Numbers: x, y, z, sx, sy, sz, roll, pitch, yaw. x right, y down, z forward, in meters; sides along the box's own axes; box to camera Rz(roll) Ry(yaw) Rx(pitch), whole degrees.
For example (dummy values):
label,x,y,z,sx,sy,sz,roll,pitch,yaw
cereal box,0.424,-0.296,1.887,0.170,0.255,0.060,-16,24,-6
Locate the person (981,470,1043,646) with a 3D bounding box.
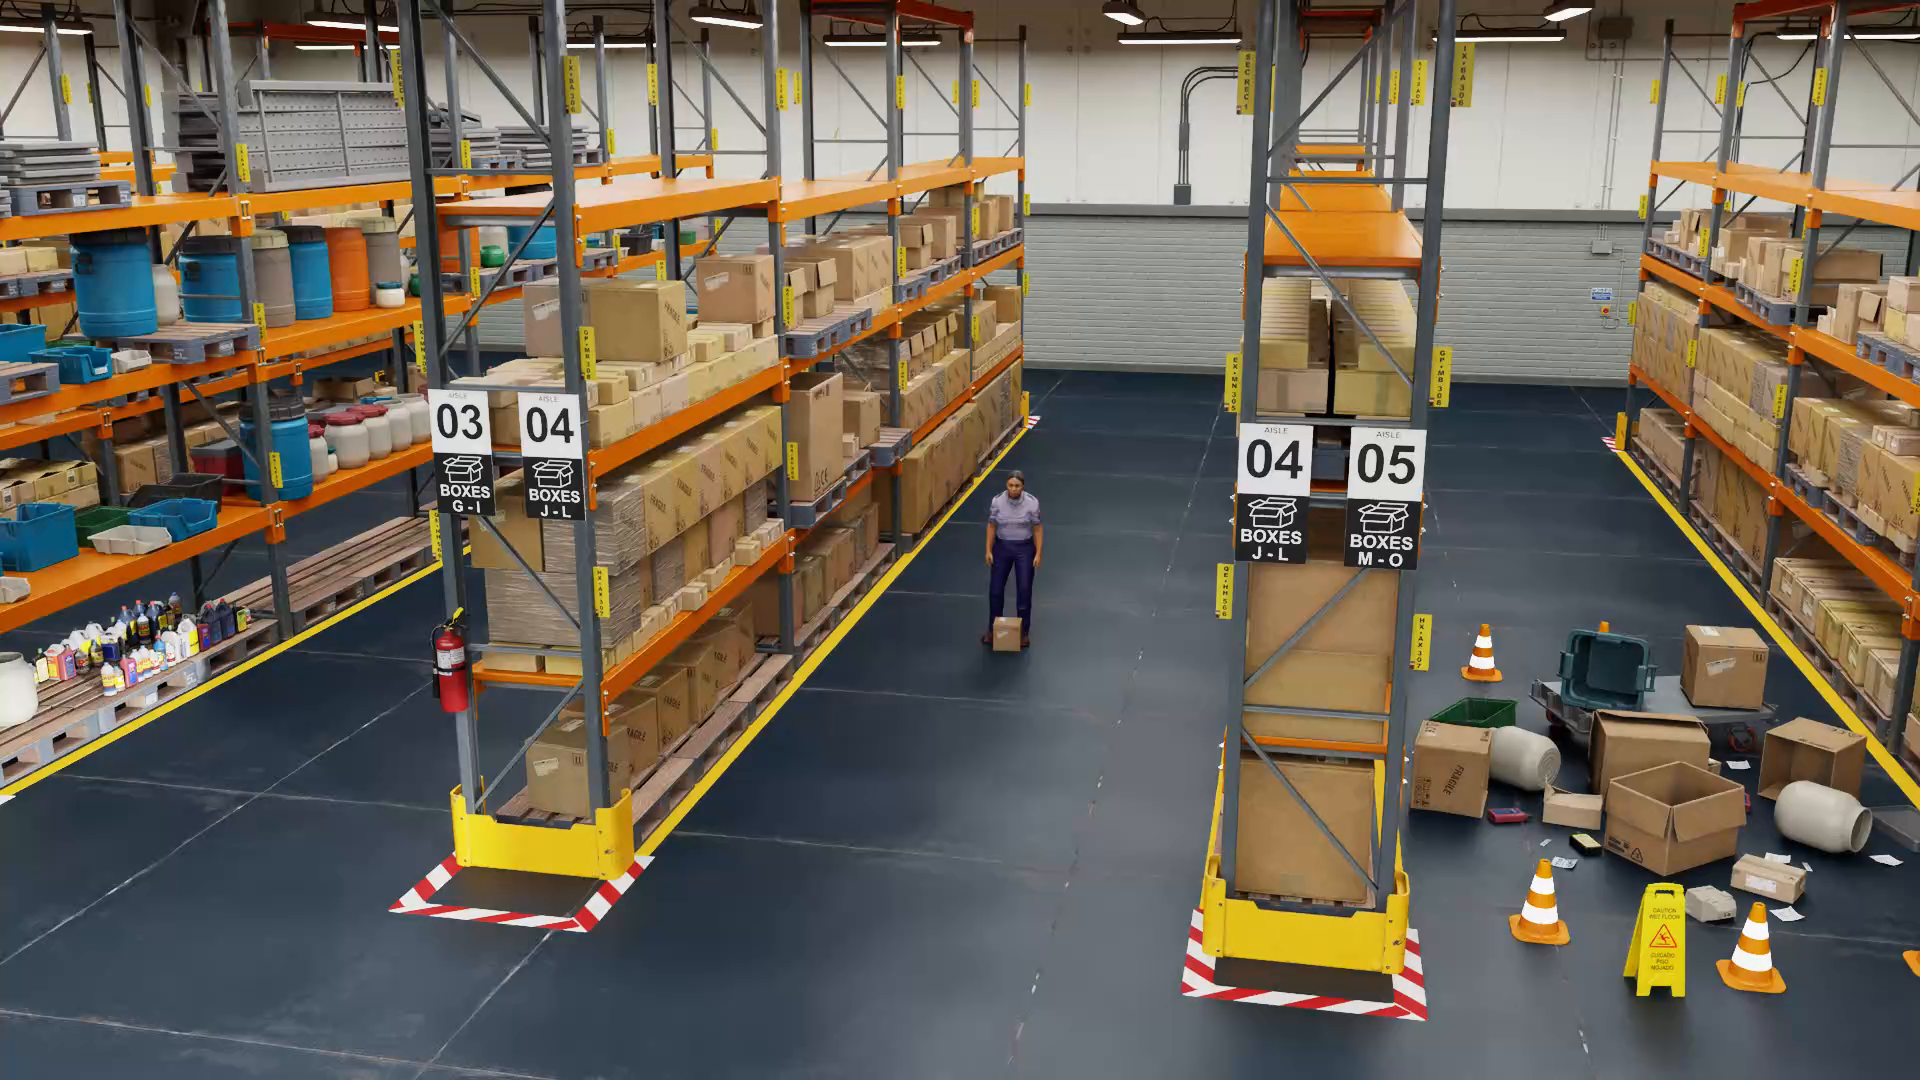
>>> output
label,x,y,z,sx,sy,sz,roll,pitch,yaw
person,0.485,0.149,15.463,0.553,1.652,0.381,3,15,10
